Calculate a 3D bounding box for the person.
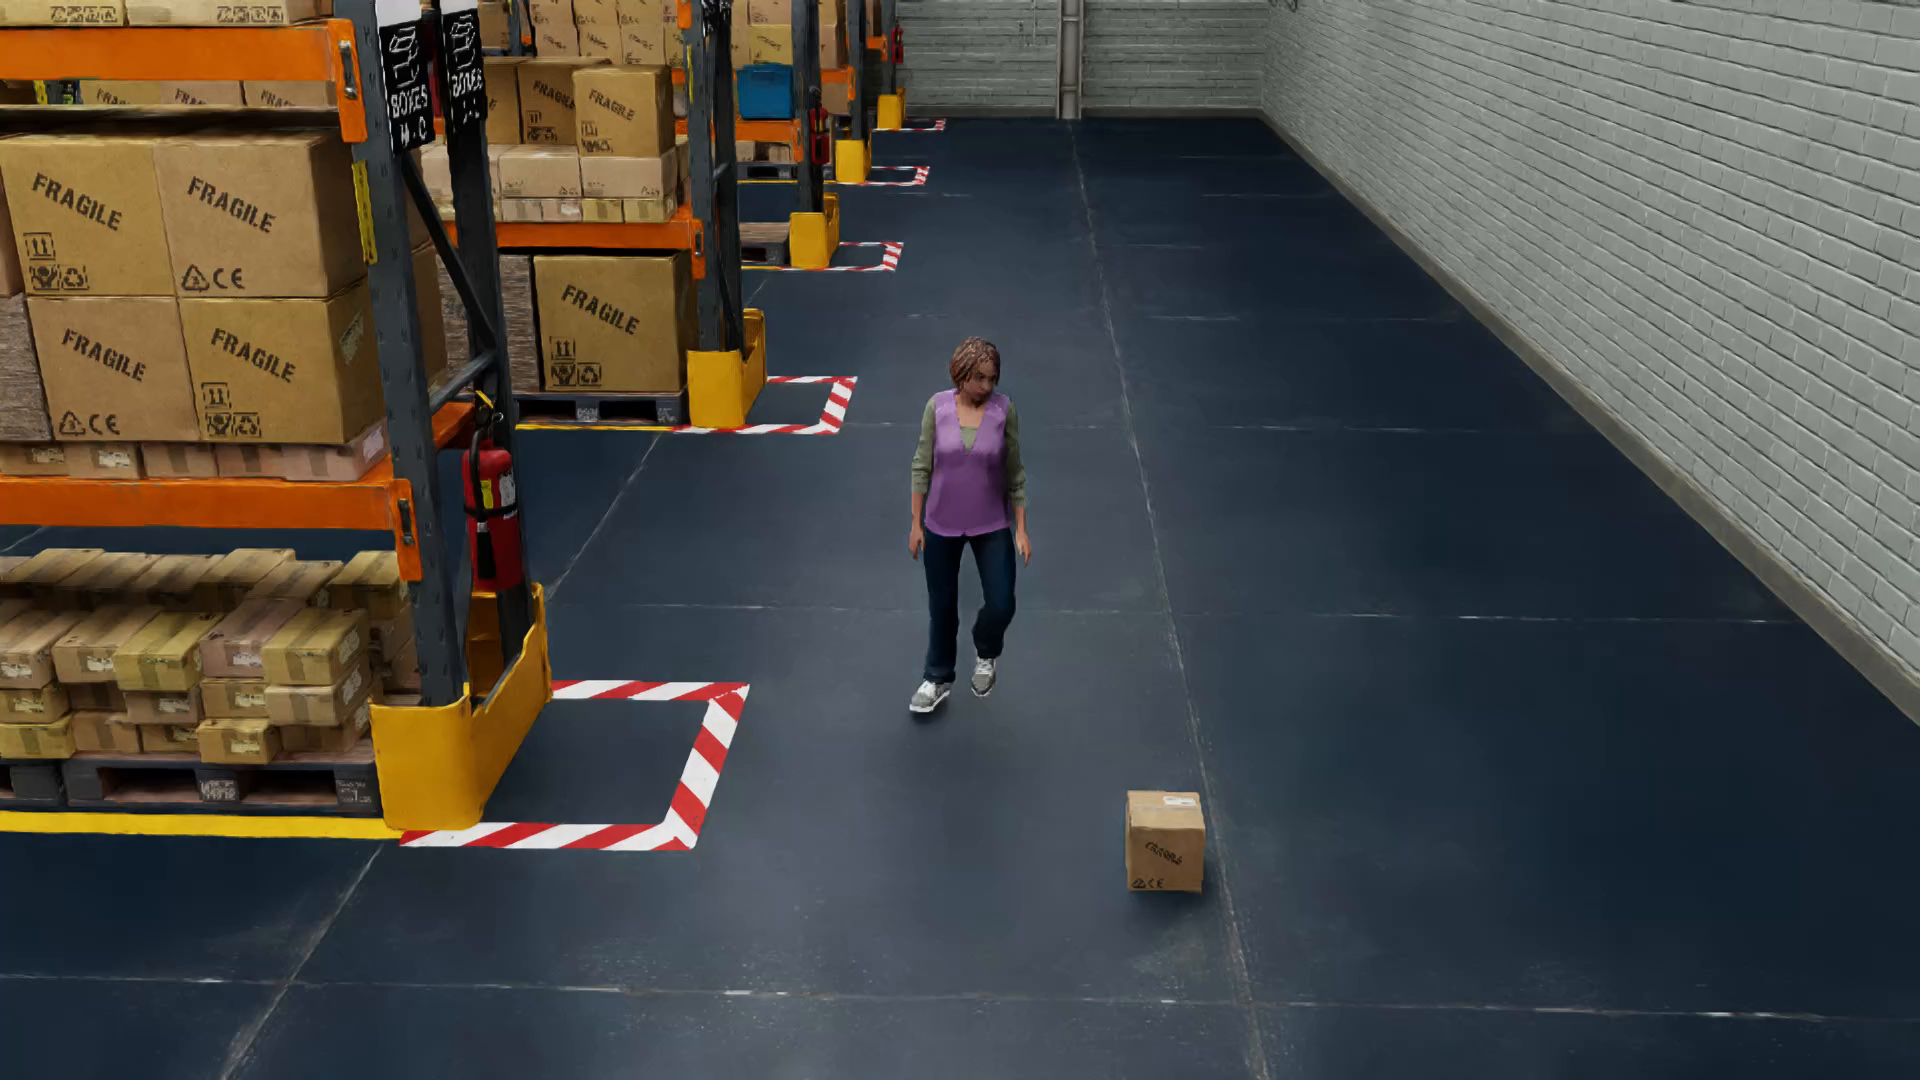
[{"bbox_3d":[0.045,-0.053,6.683,0.493,1.588,0.420,2,21,5],"label":"person"}]
